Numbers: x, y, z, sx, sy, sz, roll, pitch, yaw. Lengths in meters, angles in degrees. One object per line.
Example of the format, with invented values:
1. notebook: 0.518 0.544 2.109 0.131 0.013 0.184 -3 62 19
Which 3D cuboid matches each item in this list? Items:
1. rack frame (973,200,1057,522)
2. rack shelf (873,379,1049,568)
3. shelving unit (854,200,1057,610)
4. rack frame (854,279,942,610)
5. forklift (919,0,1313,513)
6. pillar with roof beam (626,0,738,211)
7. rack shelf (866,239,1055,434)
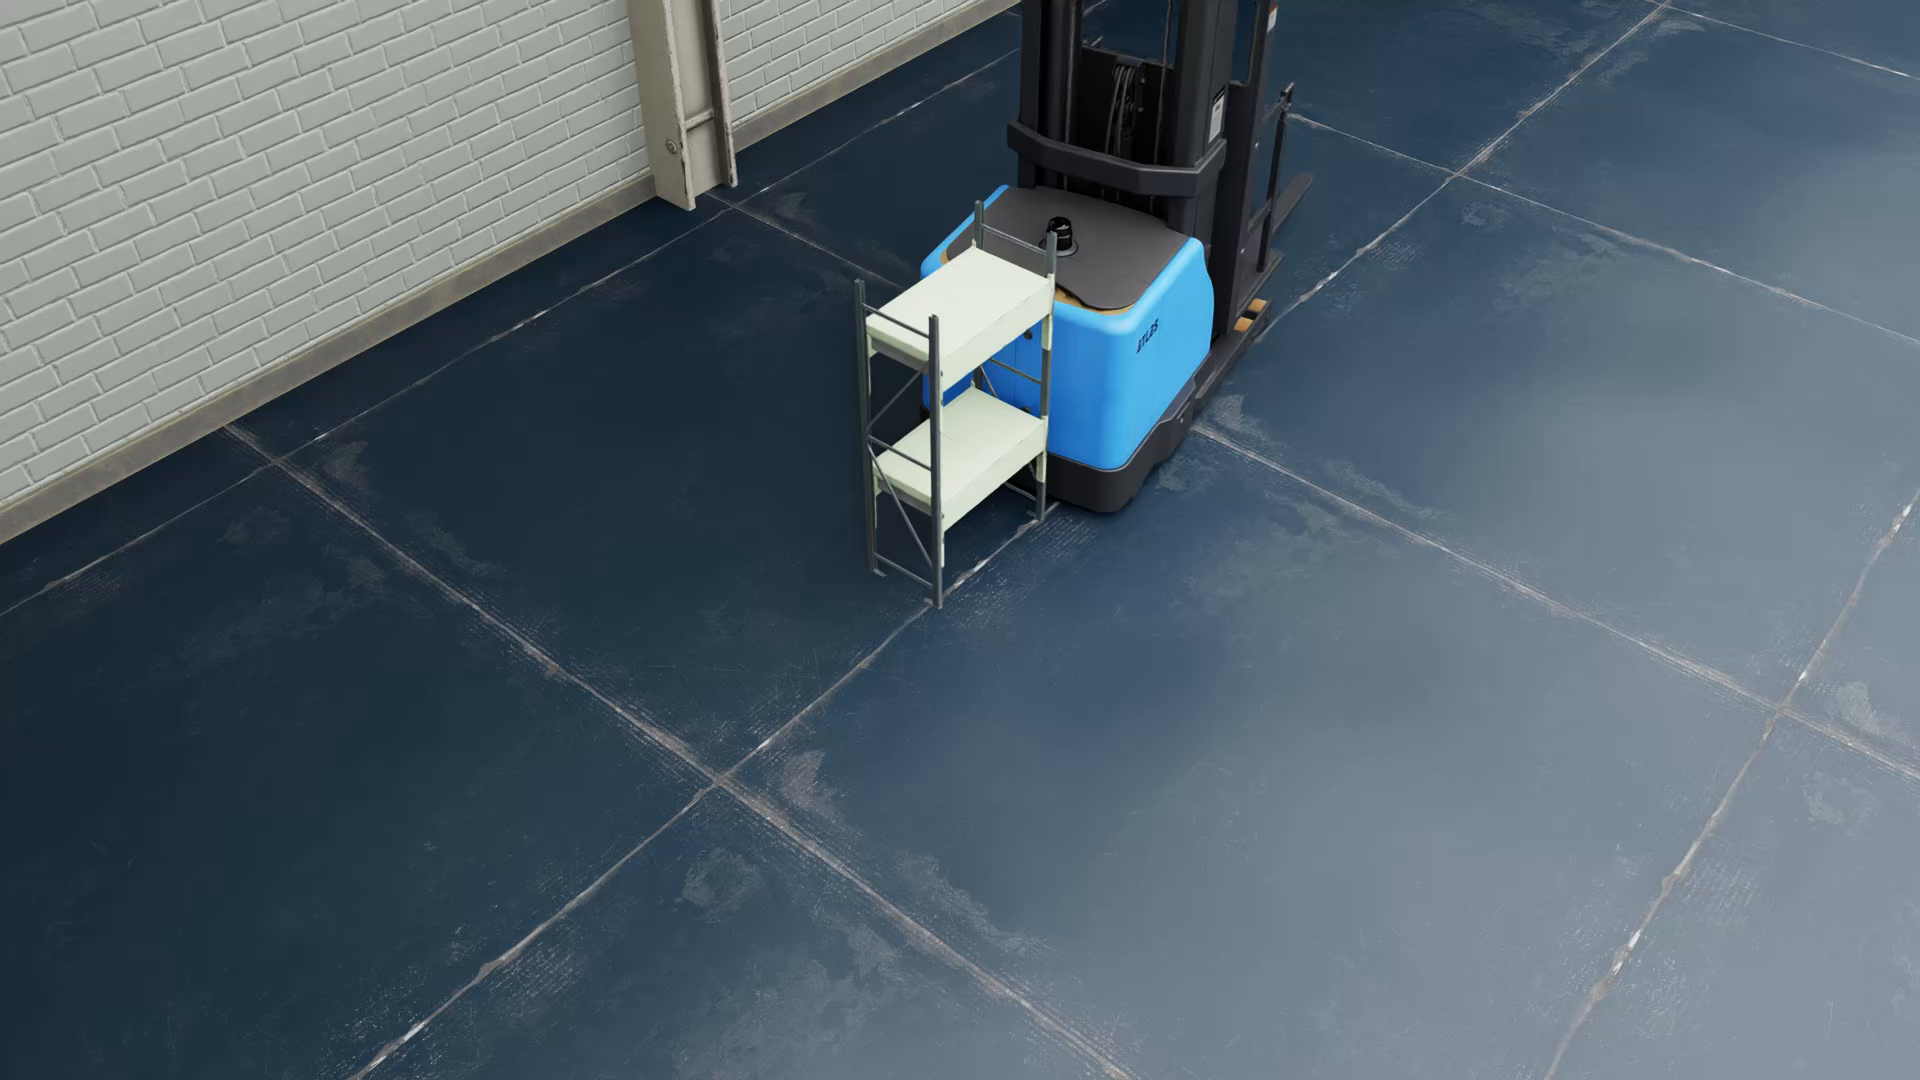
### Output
1. rack frame: 0.220 -0.727 7.117 0.400 1.500 0.023 28 49 28
2. rack shelf: -0.009 -0.294 7.126 0.431 0.370 0.720 28 49 28
3. shelving unit: -0.009 -0.535 6.906 0.431 1.500 0.755 28 49 28
4. rack frame: -0.239 -0.344 6.695 0.400 1.500 0.023 28 49 28
5. forklift: 0.965 -2.190 7.662 1.130 2.935 3.031 20 46 21
6. pillar with roof beam: 1.757 -3.513 4.607 9.100 9.000 0.400 29 50 28
7. rack shelf: -0.009 -0.824 6.644 0.431 0.370 0.720 28 49 28
